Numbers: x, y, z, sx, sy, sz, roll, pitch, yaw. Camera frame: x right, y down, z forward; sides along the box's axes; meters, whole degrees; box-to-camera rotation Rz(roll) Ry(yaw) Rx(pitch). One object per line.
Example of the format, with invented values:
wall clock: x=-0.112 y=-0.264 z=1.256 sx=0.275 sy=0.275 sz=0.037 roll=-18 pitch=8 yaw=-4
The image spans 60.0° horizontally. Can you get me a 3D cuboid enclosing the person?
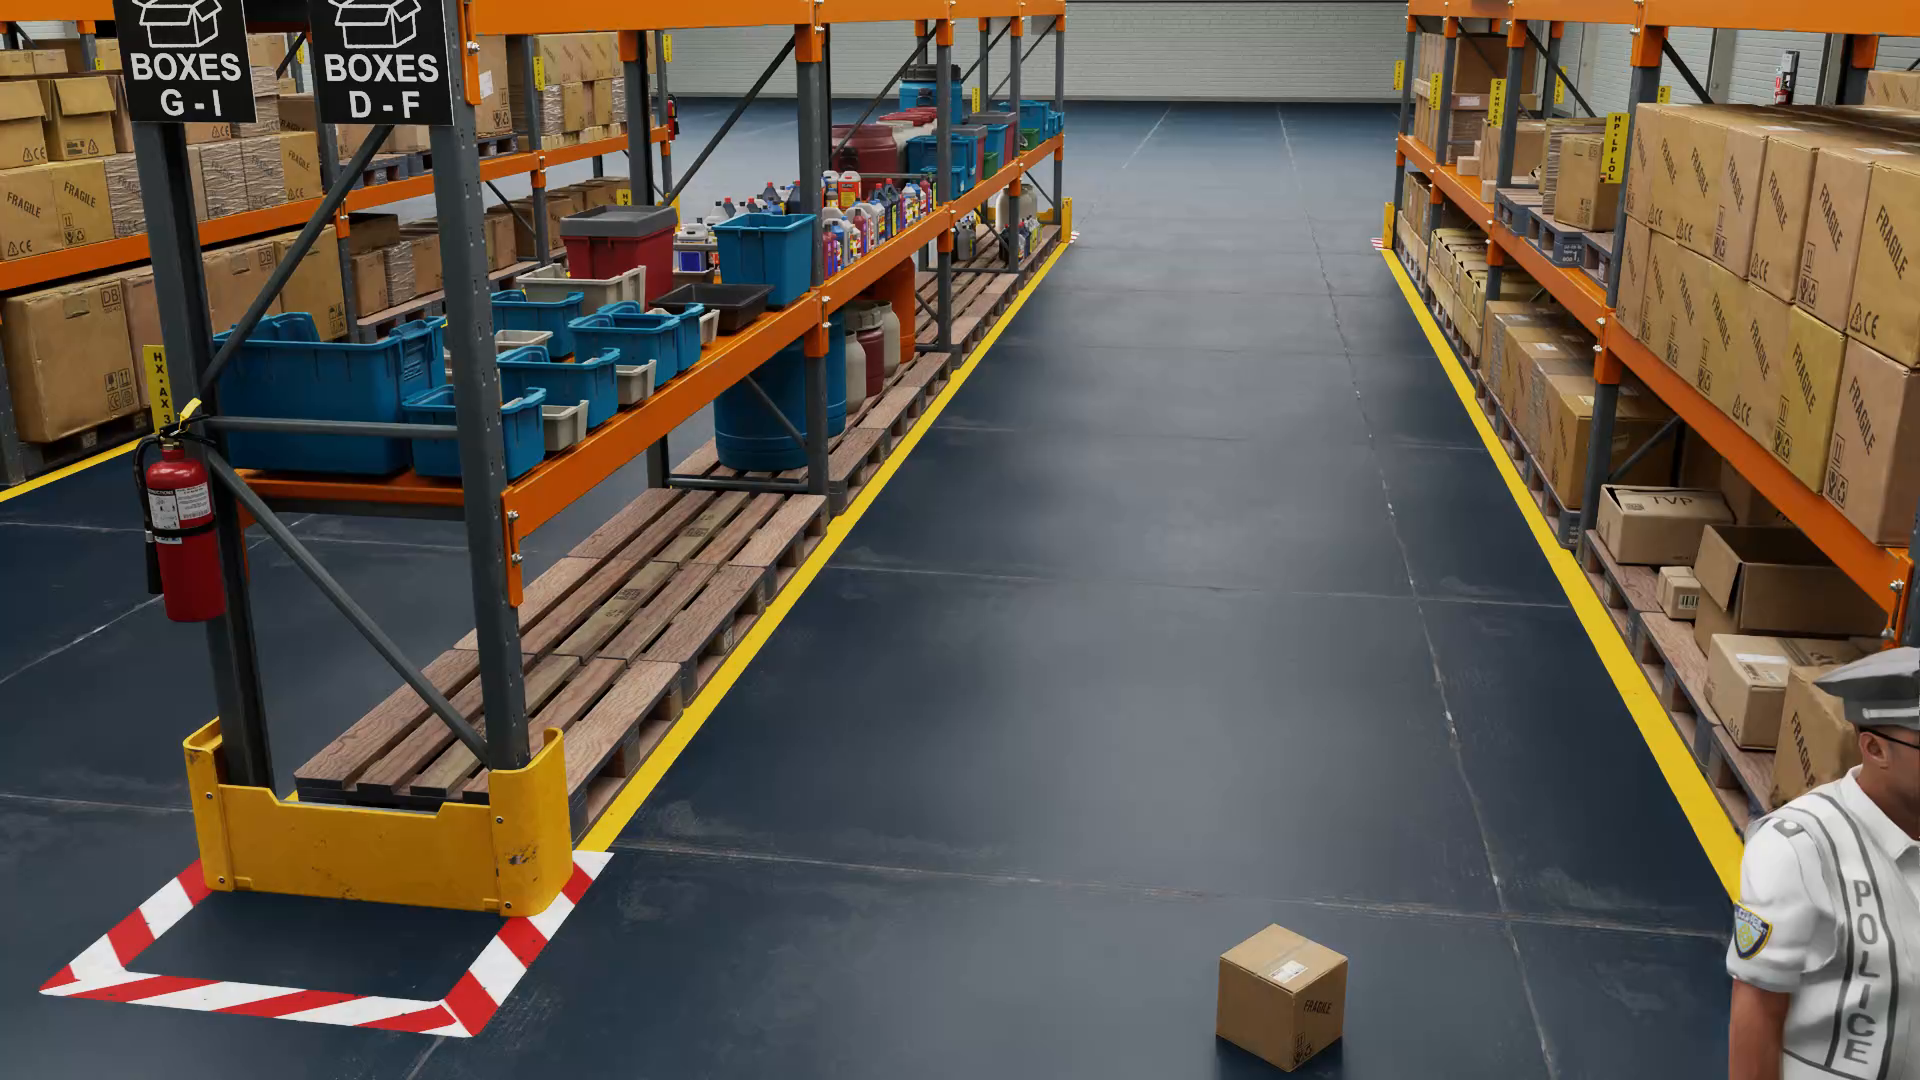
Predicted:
person: x=1.535 y=0.989 z=2.880 sx=0.525 sy=1.741 sz=0.801 roll=-3 pitch=18 yaw=-9
